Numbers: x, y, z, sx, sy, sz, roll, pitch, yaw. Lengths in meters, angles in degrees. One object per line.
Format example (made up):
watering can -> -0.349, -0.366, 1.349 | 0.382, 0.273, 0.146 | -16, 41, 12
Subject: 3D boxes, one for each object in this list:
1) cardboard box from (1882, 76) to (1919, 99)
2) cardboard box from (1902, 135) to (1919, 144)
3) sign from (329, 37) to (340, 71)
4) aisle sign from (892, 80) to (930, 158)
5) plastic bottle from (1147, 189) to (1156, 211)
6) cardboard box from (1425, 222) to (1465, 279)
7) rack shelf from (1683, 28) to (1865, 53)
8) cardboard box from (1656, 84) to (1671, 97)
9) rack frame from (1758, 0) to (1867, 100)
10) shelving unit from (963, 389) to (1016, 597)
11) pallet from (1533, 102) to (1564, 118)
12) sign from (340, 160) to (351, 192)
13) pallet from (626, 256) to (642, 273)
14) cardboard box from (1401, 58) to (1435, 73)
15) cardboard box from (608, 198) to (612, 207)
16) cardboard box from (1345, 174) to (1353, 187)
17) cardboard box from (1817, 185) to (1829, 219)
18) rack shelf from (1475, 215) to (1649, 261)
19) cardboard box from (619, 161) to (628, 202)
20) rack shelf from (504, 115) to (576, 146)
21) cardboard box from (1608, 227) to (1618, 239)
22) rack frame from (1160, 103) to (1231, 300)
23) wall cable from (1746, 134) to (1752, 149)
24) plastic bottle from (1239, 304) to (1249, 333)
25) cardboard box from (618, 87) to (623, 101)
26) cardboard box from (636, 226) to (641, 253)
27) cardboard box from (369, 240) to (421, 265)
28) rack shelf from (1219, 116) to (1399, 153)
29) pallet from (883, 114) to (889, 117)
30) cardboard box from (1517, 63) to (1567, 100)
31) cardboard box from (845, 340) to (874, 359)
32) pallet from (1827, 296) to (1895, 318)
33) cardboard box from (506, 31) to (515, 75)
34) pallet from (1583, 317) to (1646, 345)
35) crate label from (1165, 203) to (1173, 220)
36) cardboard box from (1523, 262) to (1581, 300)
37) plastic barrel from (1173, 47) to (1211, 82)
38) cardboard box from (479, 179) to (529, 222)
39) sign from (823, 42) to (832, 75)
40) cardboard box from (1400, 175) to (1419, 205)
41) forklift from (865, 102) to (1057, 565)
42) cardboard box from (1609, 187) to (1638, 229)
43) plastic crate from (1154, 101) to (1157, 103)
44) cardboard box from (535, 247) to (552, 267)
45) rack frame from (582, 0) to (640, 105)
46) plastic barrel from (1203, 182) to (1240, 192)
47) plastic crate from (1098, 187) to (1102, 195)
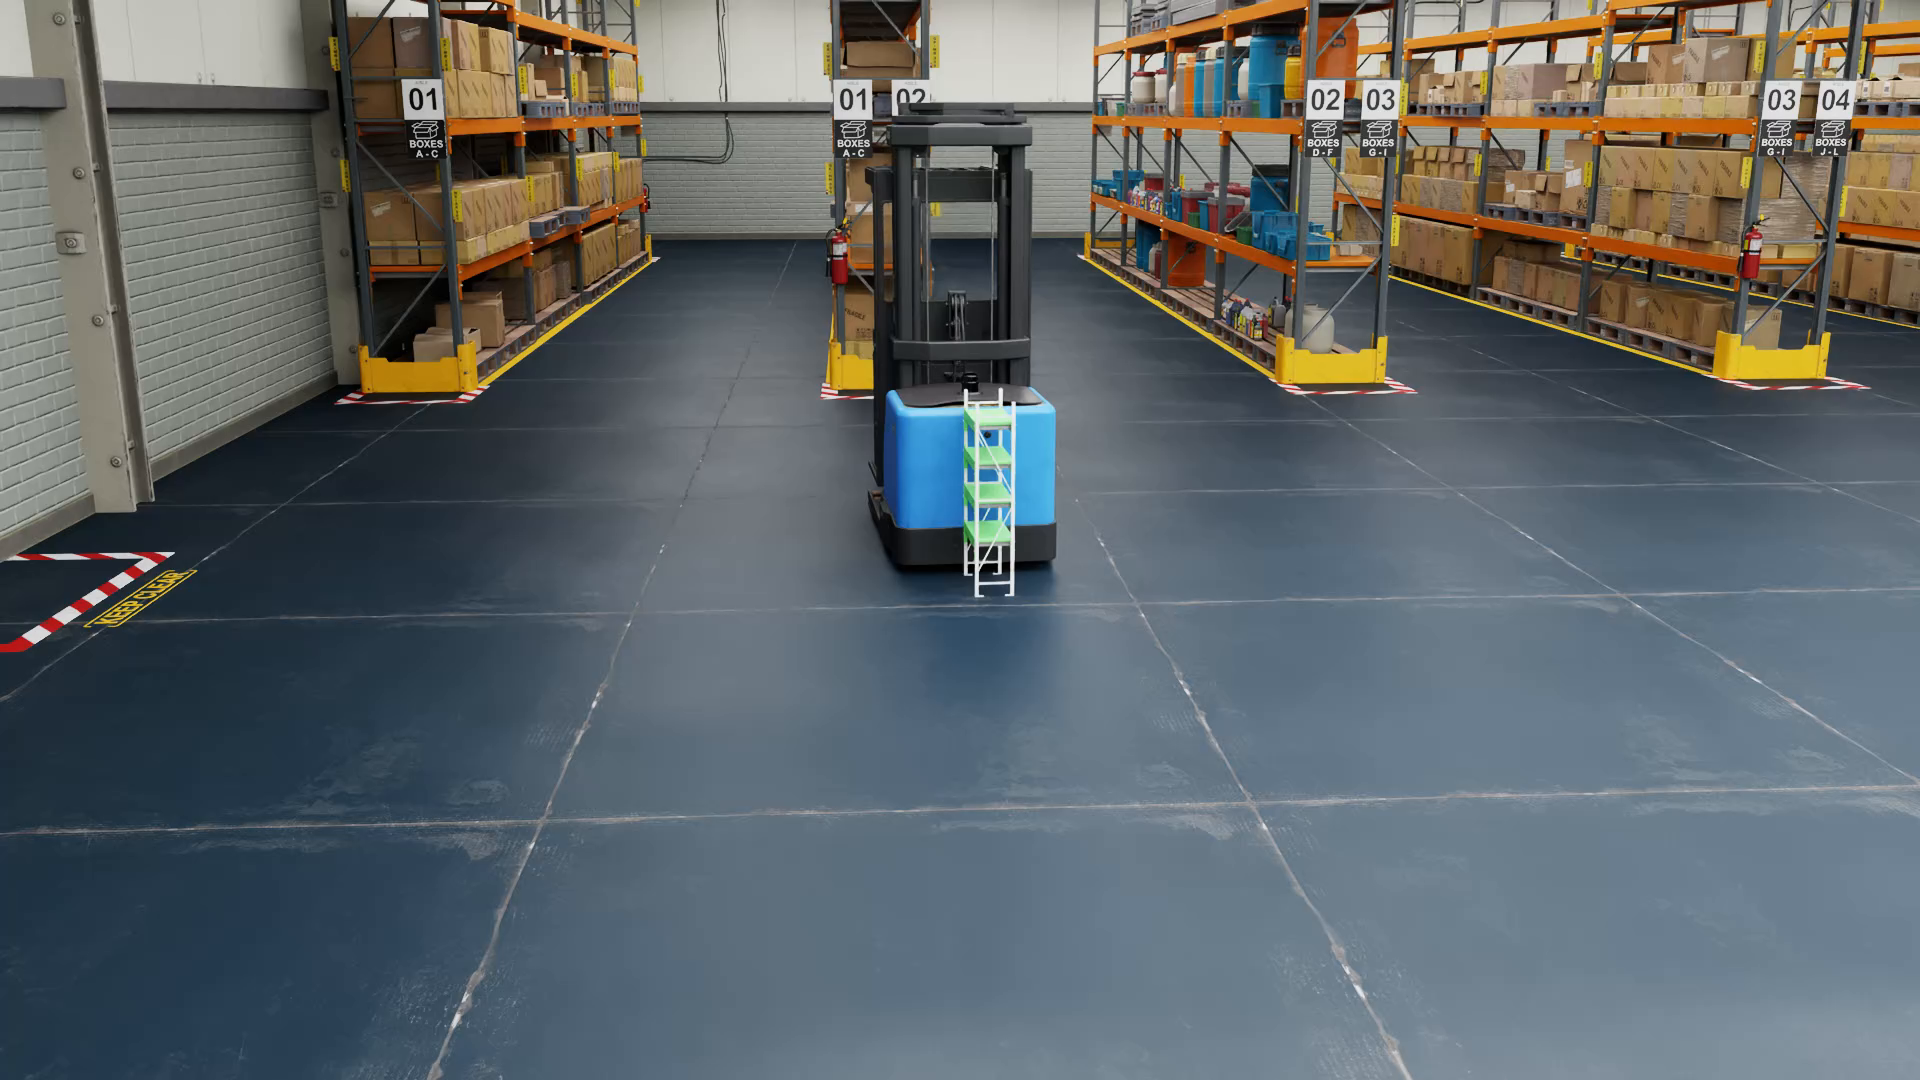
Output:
cardboard box -> 13.453, -6.408, 23.526 | 0.500, 0.311, 0.500 | -1, 14, -5
cardboard box -> 17.935, -7.515, 31.207 | 0.380, 0.149, 0.250 | -1, 14, -4
sign -> -6.315, -4.916, 16.816 | 0.100, 0.325, 0.005 | -1, 14, -3
aisle sign -> -0.506, -4.363, 17.246 | 0.394, 0.787, 0.004 | -1, 14, -3
plastic bottle -> 3.143, -5.575, 27.274 | 0.144, 0.351, 0.185 | -1, 14, -3
cardboard box -> 8.507, -4.825, 27.682 | 1.225, 0.875, 0.875 | -1, 14, -3
rack shelf -> 13.409, -8.169, 27.464 | 1.077, 0.370, 4.000 | -1, 14, -3
cardboard box -> 8.655, -5.426, 20.077 | 0.380, 0.149, 0.250 | -1, 14, -5
rack frame -> 9.072, -6.173, 17.459 | 1.000, 3.000, 0.127 | -1, 14, -3
shelving unit -> 0.178, -0.297, 10.273 | 0.258, 1.200, 0.503 | -2, 15, -7
pallet -> 8.825, -6.037, 23.328 | 1.213, 0.211, 1.003 | -1, 14, -3
sign -> -6.315, -3.748, 17.117 | 0.100, 0.325, 0.005 | -1, 14, -3
pallet -> -6.551, -5.166, 31.183 | 1.003, 0.211, 1.213 | -1, 14, -3
cardboard box -> 8.277, -8.602, 30.170 | 0.500, 0.250, 0.500 | -2, 15, -7
cardboard box -> -6.160, -5.768, 28.390 | 0.380, 0.149, 0.250 | -1, 14, -2
cardboard box -> 7.880, -7.065, 32.671 | 0.500, 0.250, 0.500 | -1, 14, -4
cardboard box -> 13.326, -5.115, 25.185 | 0.500, 0.500, 0.500 | -1, 14, -4
rack shelf -> 8.700, -4.411, 24.095 | 1.077, 0.370, 4.000 | -1, 14, -3
cardboard box -> -6.560, -6.485, 30.107 | 0.980, 0.700, 0.700 | -1, 14, -5
rack shelf -> -6.131, -5.635, 22.830 | 1.077, 0.370, 4.000 | -1, 14, -3
cardboard box -> 8.583, -3.958, 21.396 | 0.380, 0.149, 0.250 | -1, 14, -3
rack frame -> 3.633, -5.181, 25.642 | 1.000, 3.000, 0.127 | -1, 14, -3
wall cable -> 19.014, -9.318, 39.685 | 0.588, 1.984, 0.122 | -1, 14, -3
plastic bottle -> 3.555, -2.756, 20.652 | 0.144, 0.351, 0.185 | -1, 14, -4
cardboard box -> -6.300, -7.957, 29.671 | 0.500, 0.250, 0.500 | -1, 14, -5
cardboard box -> -6.608, -5.838, 32.369 | 0.700, 0.500, 0.500 | -1, 14, -3
cardboard box -> -5.982, -3.088, 17.771 | 0.500, 0.250, 0.500 | -1, 14, -3
rack shelf -> 4.005, -4.793, 19.558 | 1.077, 0.370, 4.000 | -1, 14, -3
pallet -> -1.108, -6.021, 23.266 | 1.003, 0.211, 1.213 | 0, 14, -1
cardboard box -> 8.415, -6.628, 24.044 | 0.500, 0.500, 0.500 | -1, 14, -5
cardboard box -> -1.144, -2.116, 18.406 | 0.500, 0.250, 0.500 | -1, 14, -3
pallet -> 13.579, -3.458, 24.543 | 1.003, 0.211, 1.213 | -1, 14, -3
cardboard box -> -5.706, -5.908, 20.200 | 0.500, 0.500, 0.500 | -2, 15, -8
pallet -> 8.901, -2.745, 21.773 | 1.003, 0.211, 1.213 | -1, 14, -3
crate label -> 3.285, -4.989, 25.233 | 0.303, 0.233, 0.416 | -1, 14, -3
cardboard box -> 8.727, -3.815, 24.466 | 0.700, 0.500, 0.500 | 0, 14, 1
plastic barrel -> 3.601, -7.186, 25.711 | 0.600, 0.830, 0.708 | -1, 14, -3
cardboard box -> -5.669, -4.220, 20.665 | 0.500, 0.500, 0.500 | -1, 14, -4
sign -> -1.358, -4.954, 17.122 | 0.100, 0.325, 0.005 | -1, 14, -3
cardboard box -> 8.107, -6.182, 29.333 | 0.500, 0.500, 0.500 | -1, 14, -3
forklift -> -0.084, -1.575, 11.766 | 1.130, 2.935, 3.031 | -2, 15, -7
cardboard box -> 8.786, -4.217, 21.099 | 0.875, 0.500, 0.500 | -1, 14, -3
plastic crate -> 3.582, -7.878, 30.368 | 0.497, 0.269, 0.590 | -1, 14, -3
cardboard box -> -6.186, -4.072, 23.963 | 0.500, 0.250, 0.500 | -1, 14, -2
rack frame -> -6.751, -9.923, 32.033 | 1.000, 3.000, 0.127 | -1, 14, -3
plastic barrel -> 3.964, -5.136, 25.194 | 0.600, 0.536, 0.708 | -1, 14, -3
plastic crate -> 2.803, -6.755, 32.171 | 0.250, 0.136, 0.298 | -1, 14, -3
